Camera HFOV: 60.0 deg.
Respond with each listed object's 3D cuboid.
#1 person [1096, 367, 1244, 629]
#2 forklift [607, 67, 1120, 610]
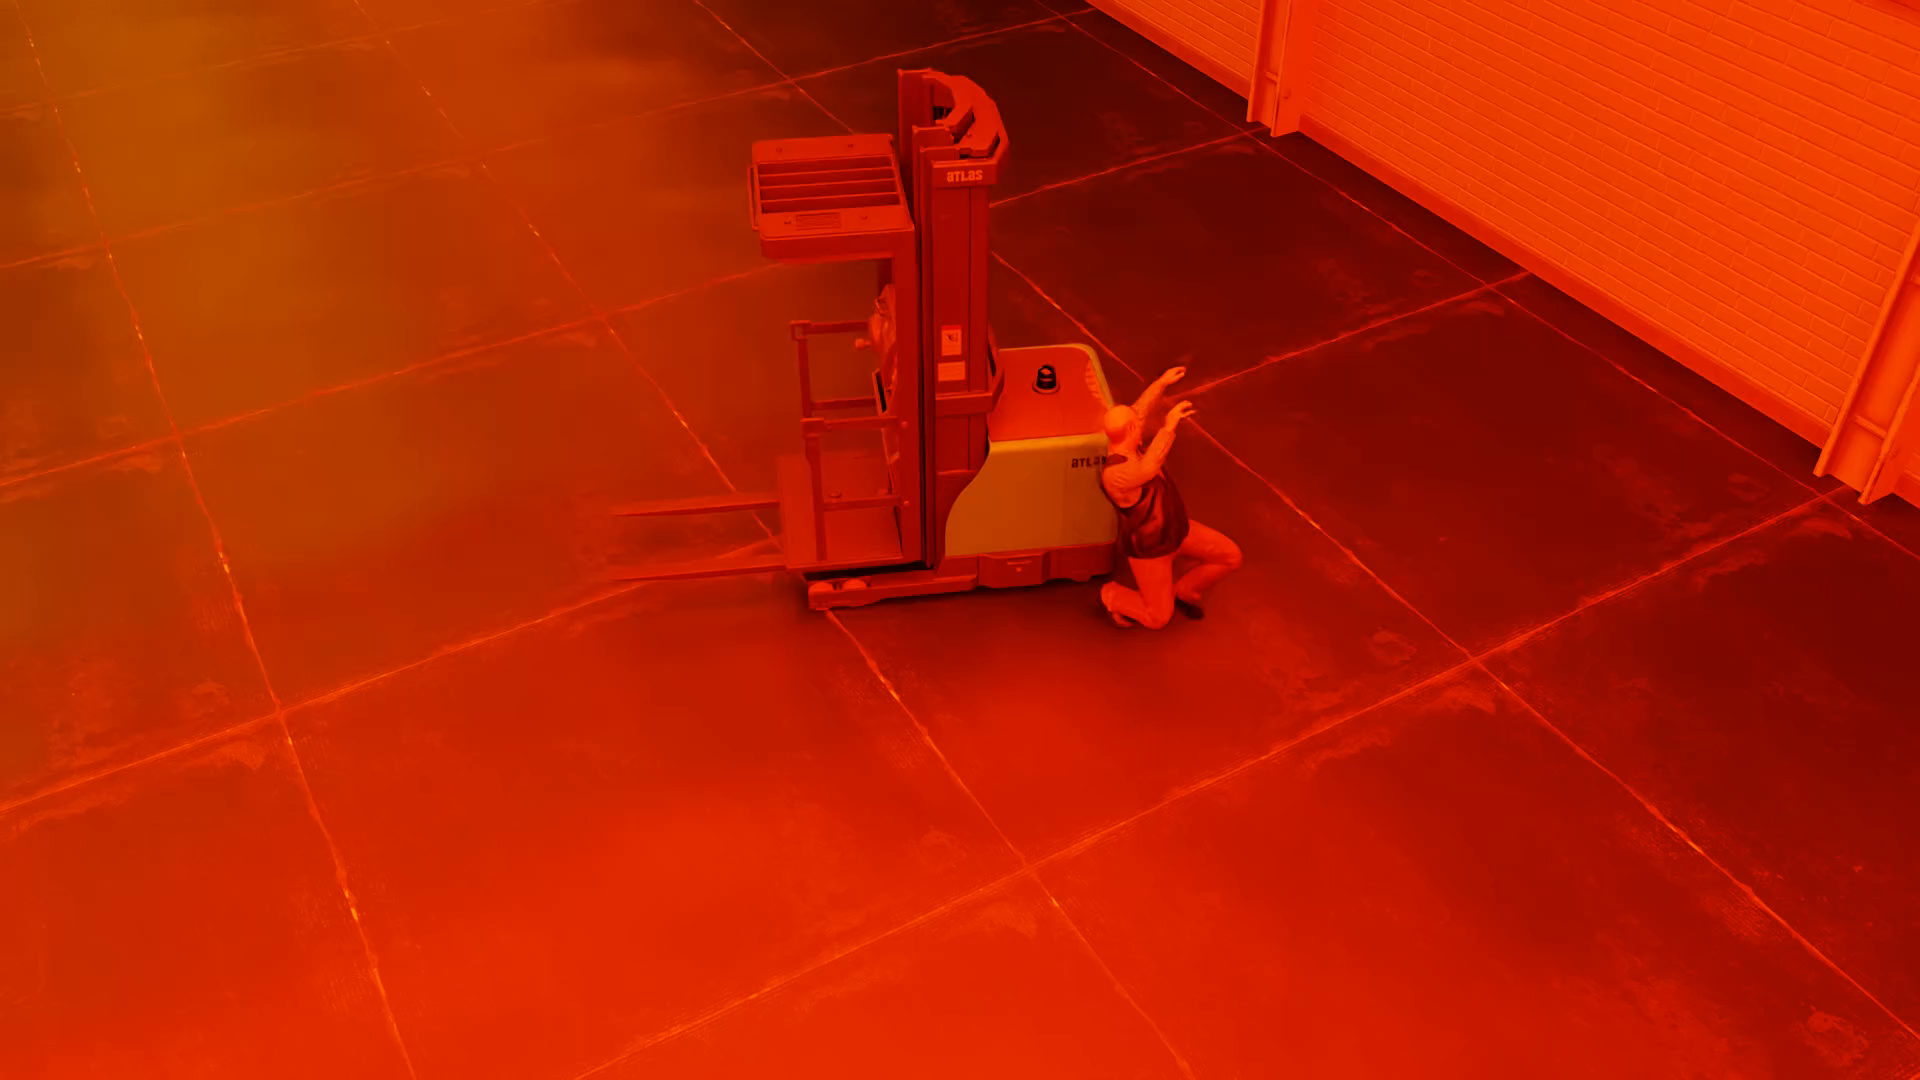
[{"bbox_3d":[1.245,-0.228,9.393,0.833,1.598,1.081,19,43,21],"label":"person"},{"bbox_3d":[-0.604,-1.075,9.332,3.031,2.935,1.130,-5,40,-6],"label":"forklift"}]
